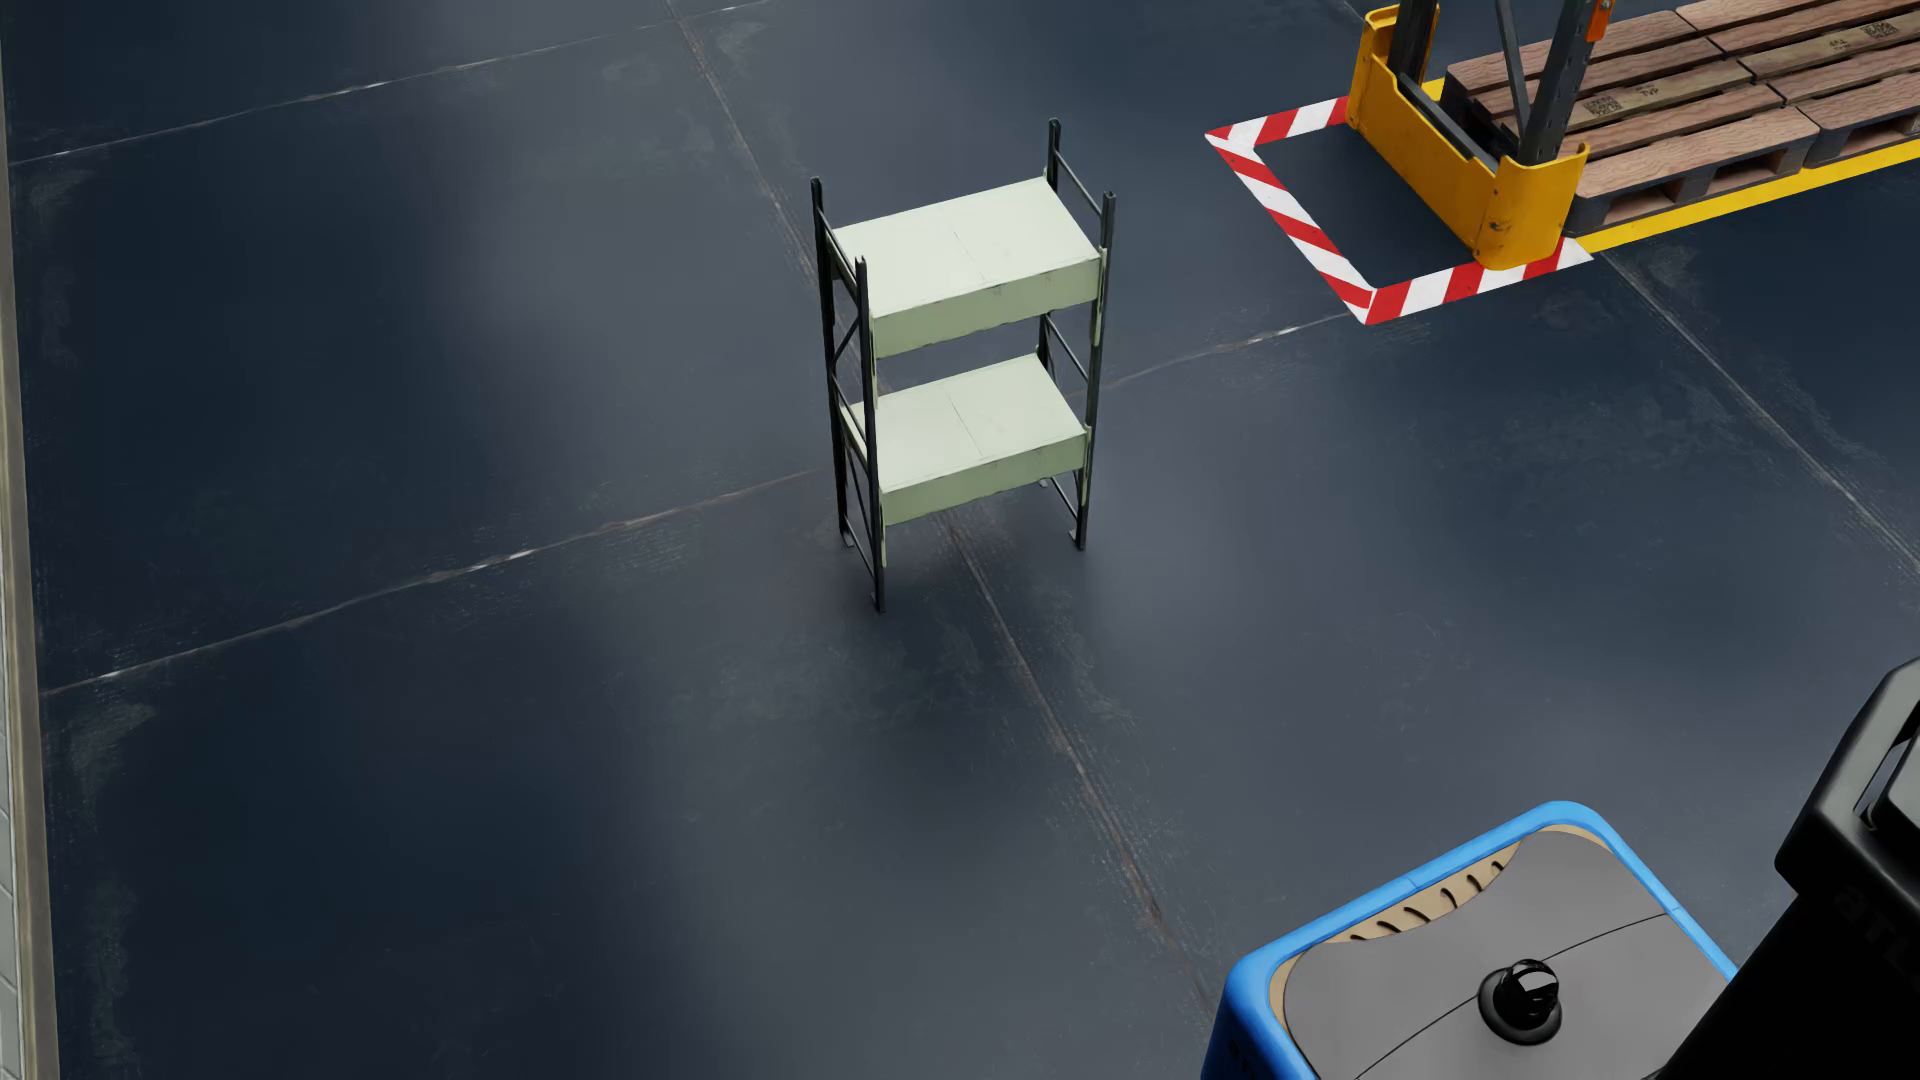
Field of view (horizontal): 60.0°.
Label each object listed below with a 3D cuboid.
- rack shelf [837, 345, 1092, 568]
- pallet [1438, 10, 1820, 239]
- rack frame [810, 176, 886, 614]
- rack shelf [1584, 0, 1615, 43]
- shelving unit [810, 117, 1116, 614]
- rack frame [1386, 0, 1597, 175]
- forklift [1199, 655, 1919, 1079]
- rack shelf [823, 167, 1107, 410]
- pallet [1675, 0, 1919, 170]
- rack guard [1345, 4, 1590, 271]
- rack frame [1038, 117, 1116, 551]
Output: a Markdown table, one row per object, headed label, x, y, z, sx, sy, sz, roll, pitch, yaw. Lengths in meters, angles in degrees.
| label | x | y | z | sx | sy | sz | roll | pitch | yaw |
| --- | --- | --- | --- | --- | --- | --- | --- | --- | --- |
| rack shelf | 0.006 | -0.278 | 5.430 | 0.720 | 0.370 | 0.431 | -17 | 52 | -14 |
| pallet | 2.856 | -1.819 | 7.173 | 1.213 | 0.211 | 1.003 | -17 | 52 | -14 |
| rack frame | -0.333 | -0.386 | 5.093 | 0.023 | 1.500 | 0.400 | -17 | 52 | -14 |
| rack shelf | 3.929 | -2.857 | 6.701 | 4.000 | 0.370 | 1.077 | -17 | 52 | -14 |
| shelving unit | 0.006 | -0.491 | 5.183 | 0.755 | 1.500 | 0.431 | -17 | 52 | -14 |
| rack frame | 2.078 | -2.518 | 5.935 | 0.127 | 3.000 | 1.000 | -17 | 52 | -14 |
| forklift | 1.680 | 1.487 | 2.541 | 1.130 | 2.935 | 3.031 | -22 | 53 | -18 |
| rack shelf | 0.006 | -0.745 | 4.887 | 0.720 | 0.370 | 0.431 | -17 | 52 | -14 |
| pallet | 3.983 | -2.166 | 7.471 | 1.213 | 0.211 | 1.003 | -17 | 52 | -14 |
| rack guard | 2.060 | -1.687 | 6.870 | 0.348 | 0.500 | 1.175 | -17 | 52 | -14 |
| rack frame | 0.345 | -0.596 | 5.273 | 0.023 | 1.500 | 0.400 | -17 | 52 | -14 |
